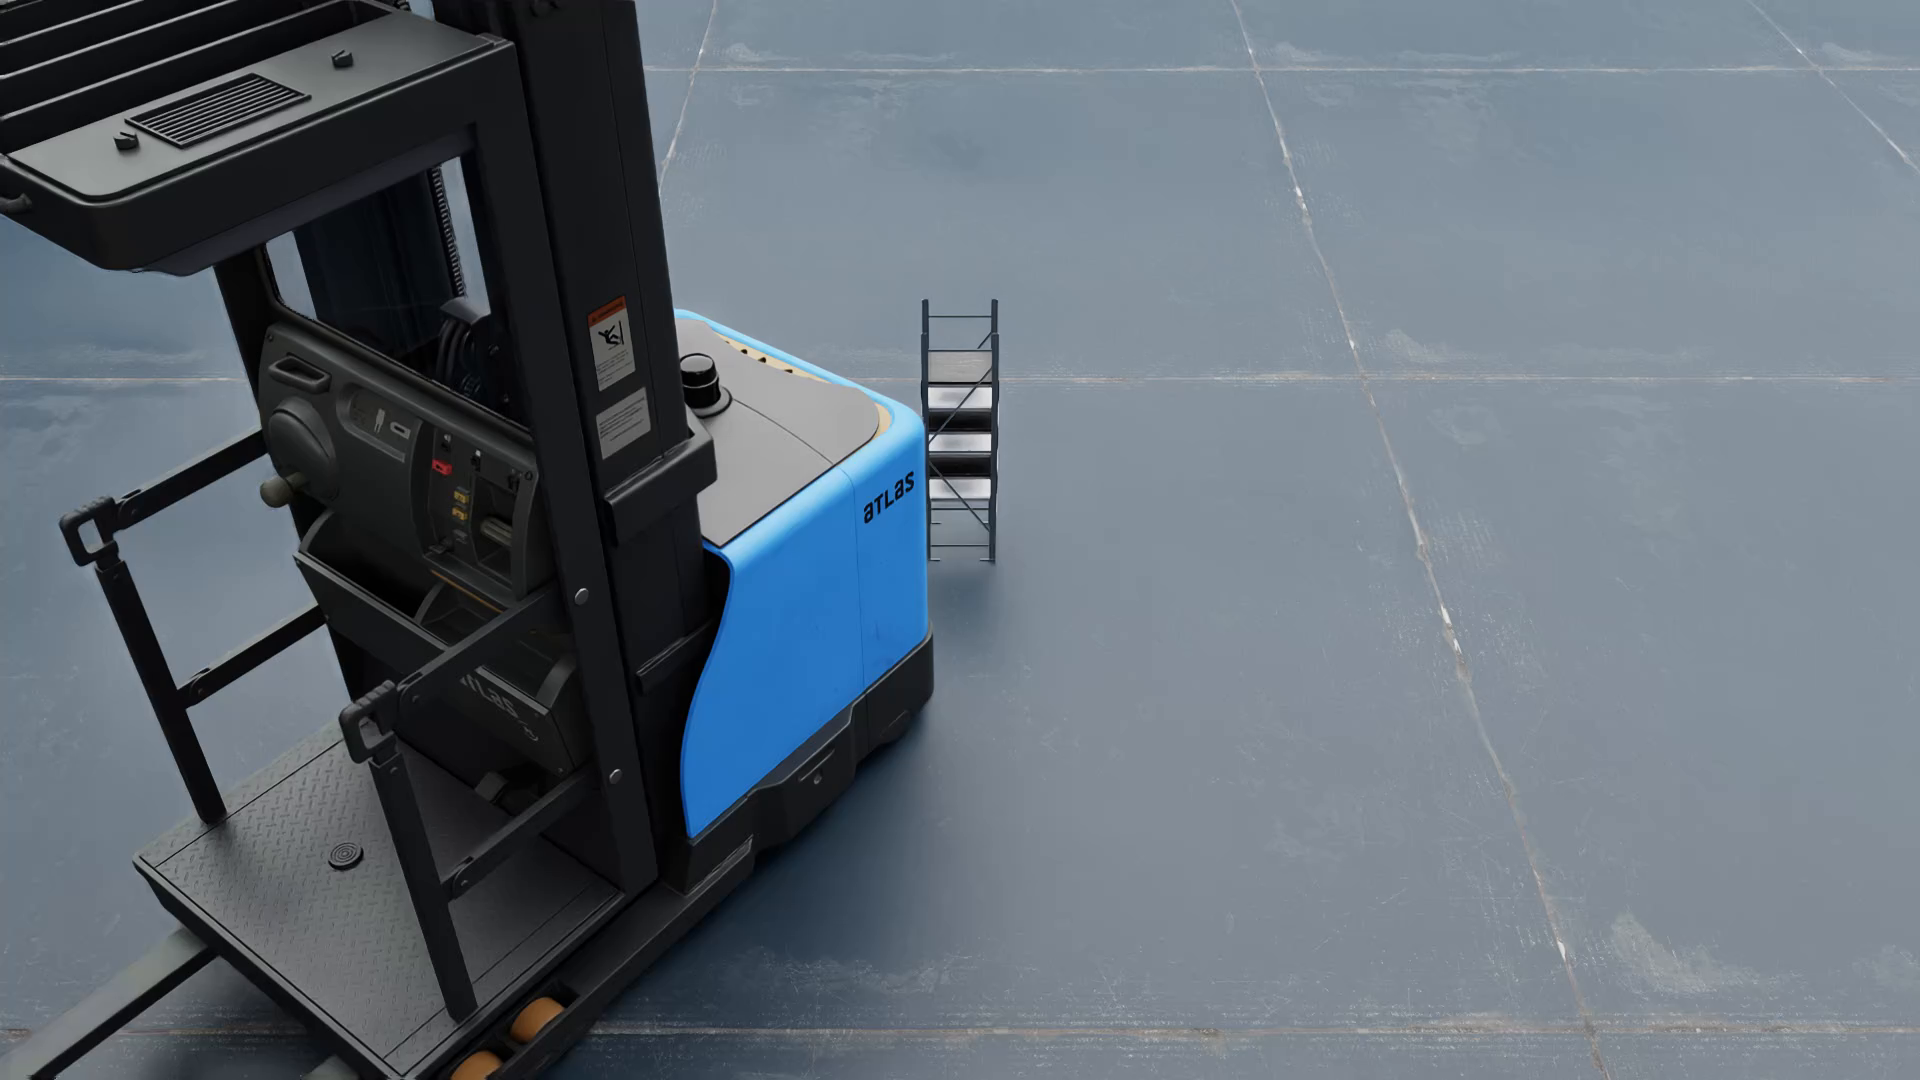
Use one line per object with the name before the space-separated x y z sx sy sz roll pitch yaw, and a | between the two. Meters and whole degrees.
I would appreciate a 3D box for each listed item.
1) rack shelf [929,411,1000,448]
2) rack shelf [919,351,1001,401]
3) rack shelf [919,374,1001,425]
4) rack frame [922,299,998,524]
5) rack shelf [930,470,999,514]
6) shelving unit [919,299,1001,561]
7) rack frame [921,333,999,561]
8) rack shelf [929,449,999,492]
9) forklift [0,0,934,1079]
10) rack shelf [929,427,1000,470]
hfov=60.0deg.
rack shelf | 0.000 -0.390 5.427 0.258 0.077 0.200 0 39 0
rack shelf | 0.000 -0.531 5.314 0.258 0.077 0.200 0 39 0
rack shelf | 0.000 -0.461 5.371 0.258 0.077 0.200 0 39 0
rack frame | 0.000 -0.410 5.542 0.240 0.900 0.006 0 39 0
rack shelf | 0.000 -0.180 5.596 0.258 0.077 0.200 0 39 0
shelving unit | 0.000 -0.346 5.462 0.258 0.900 0.210 0 39 0
rack frame | 0.000 -0.282 5.383 0.240 0.900 0.006 0 39 0
rack shelf | 0.000 -0.250 5.539 0.258 0.077 0.200 0 39 0
forklift | -1.373 -0.098 3.528 1.130 2.935 3.031 26 45 28
rack shelf | 0.000 -0.320 5.483 0.258 0.077 0.200 0 39 0
